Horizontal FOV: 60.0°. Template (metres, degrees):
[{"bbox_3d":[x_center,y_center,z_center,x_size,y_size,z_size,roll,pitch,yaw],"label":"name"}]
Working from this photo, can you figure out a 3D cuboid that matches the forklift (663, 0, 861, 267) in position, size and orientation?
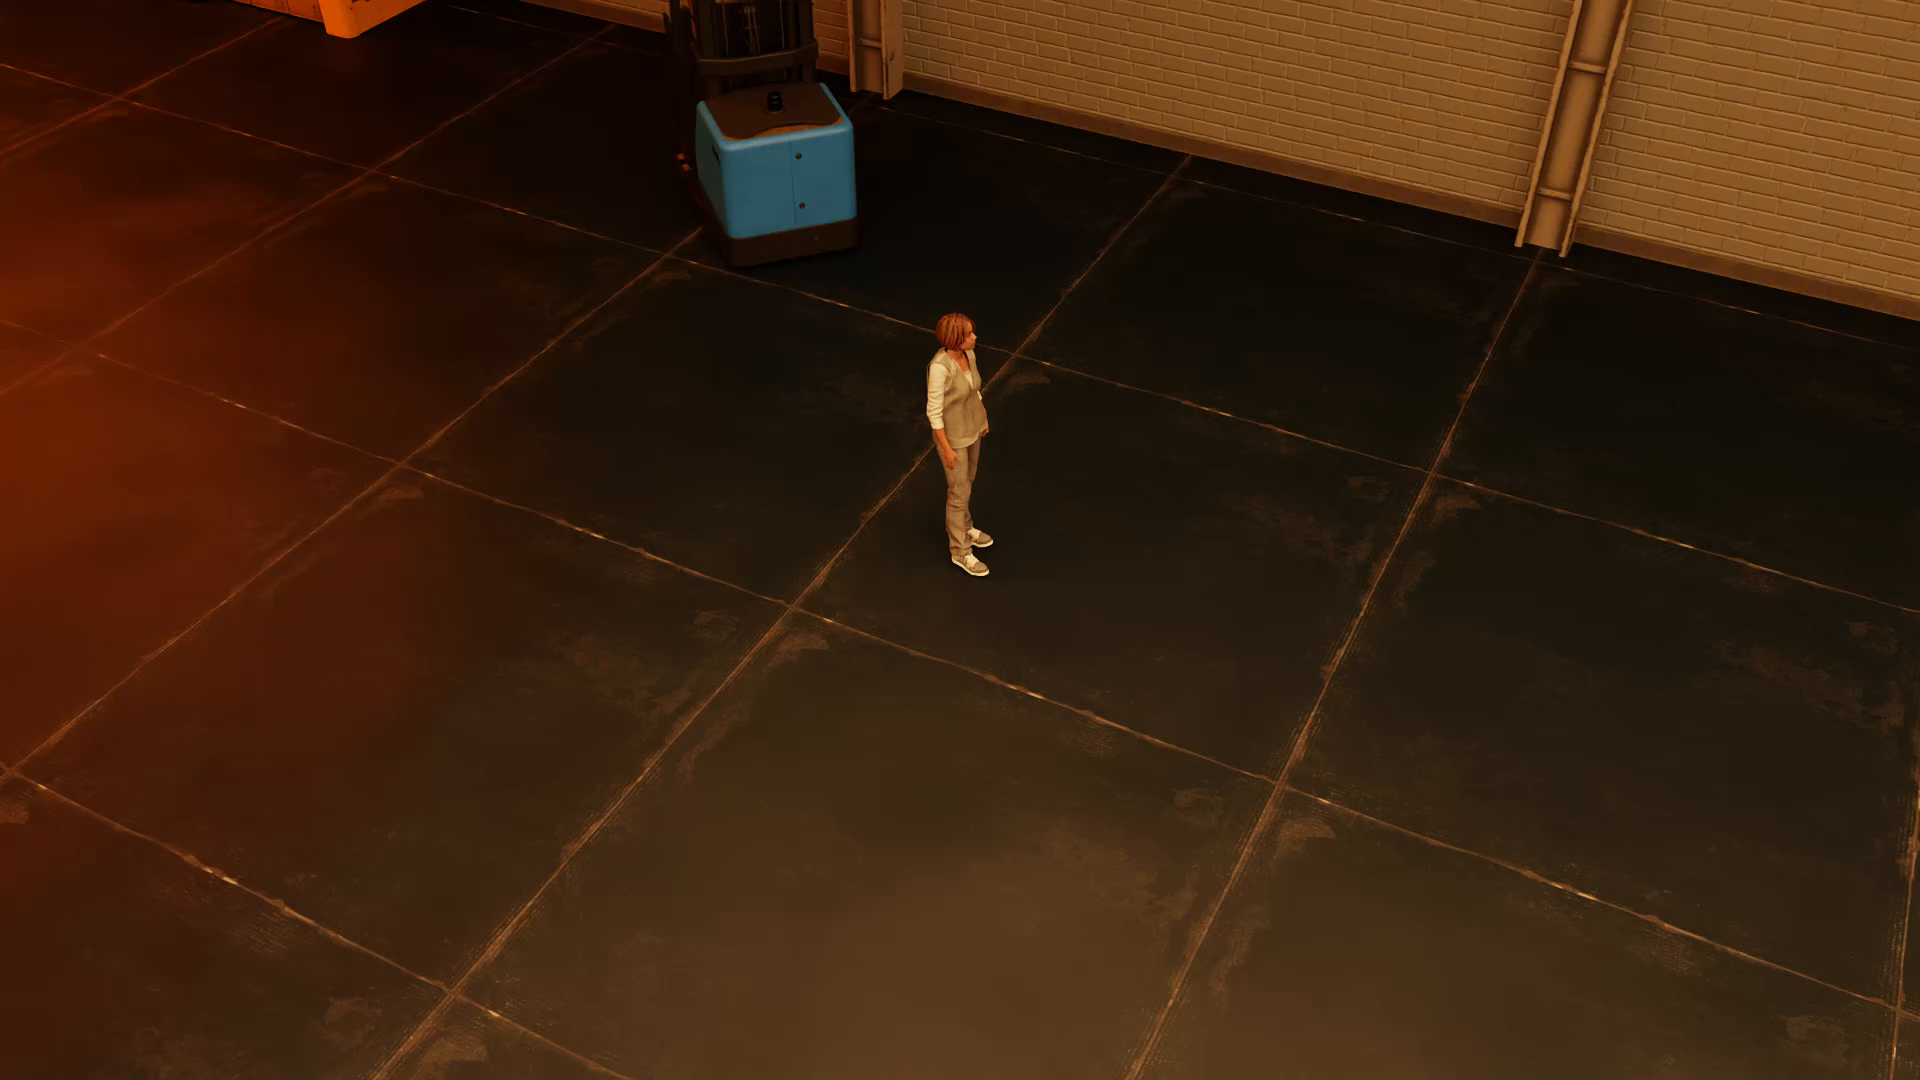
[{"bbox_3d":[-1.751,-4.144,12.907,1.130,2.935,3.031,-13,42,-15],"label":"forklift"}]

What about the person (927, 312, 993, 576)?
[{"bbox_3d":[0.059,-0.586,9.707,0.475,1.597,0.520,18,43,21],"label":"person"}]
